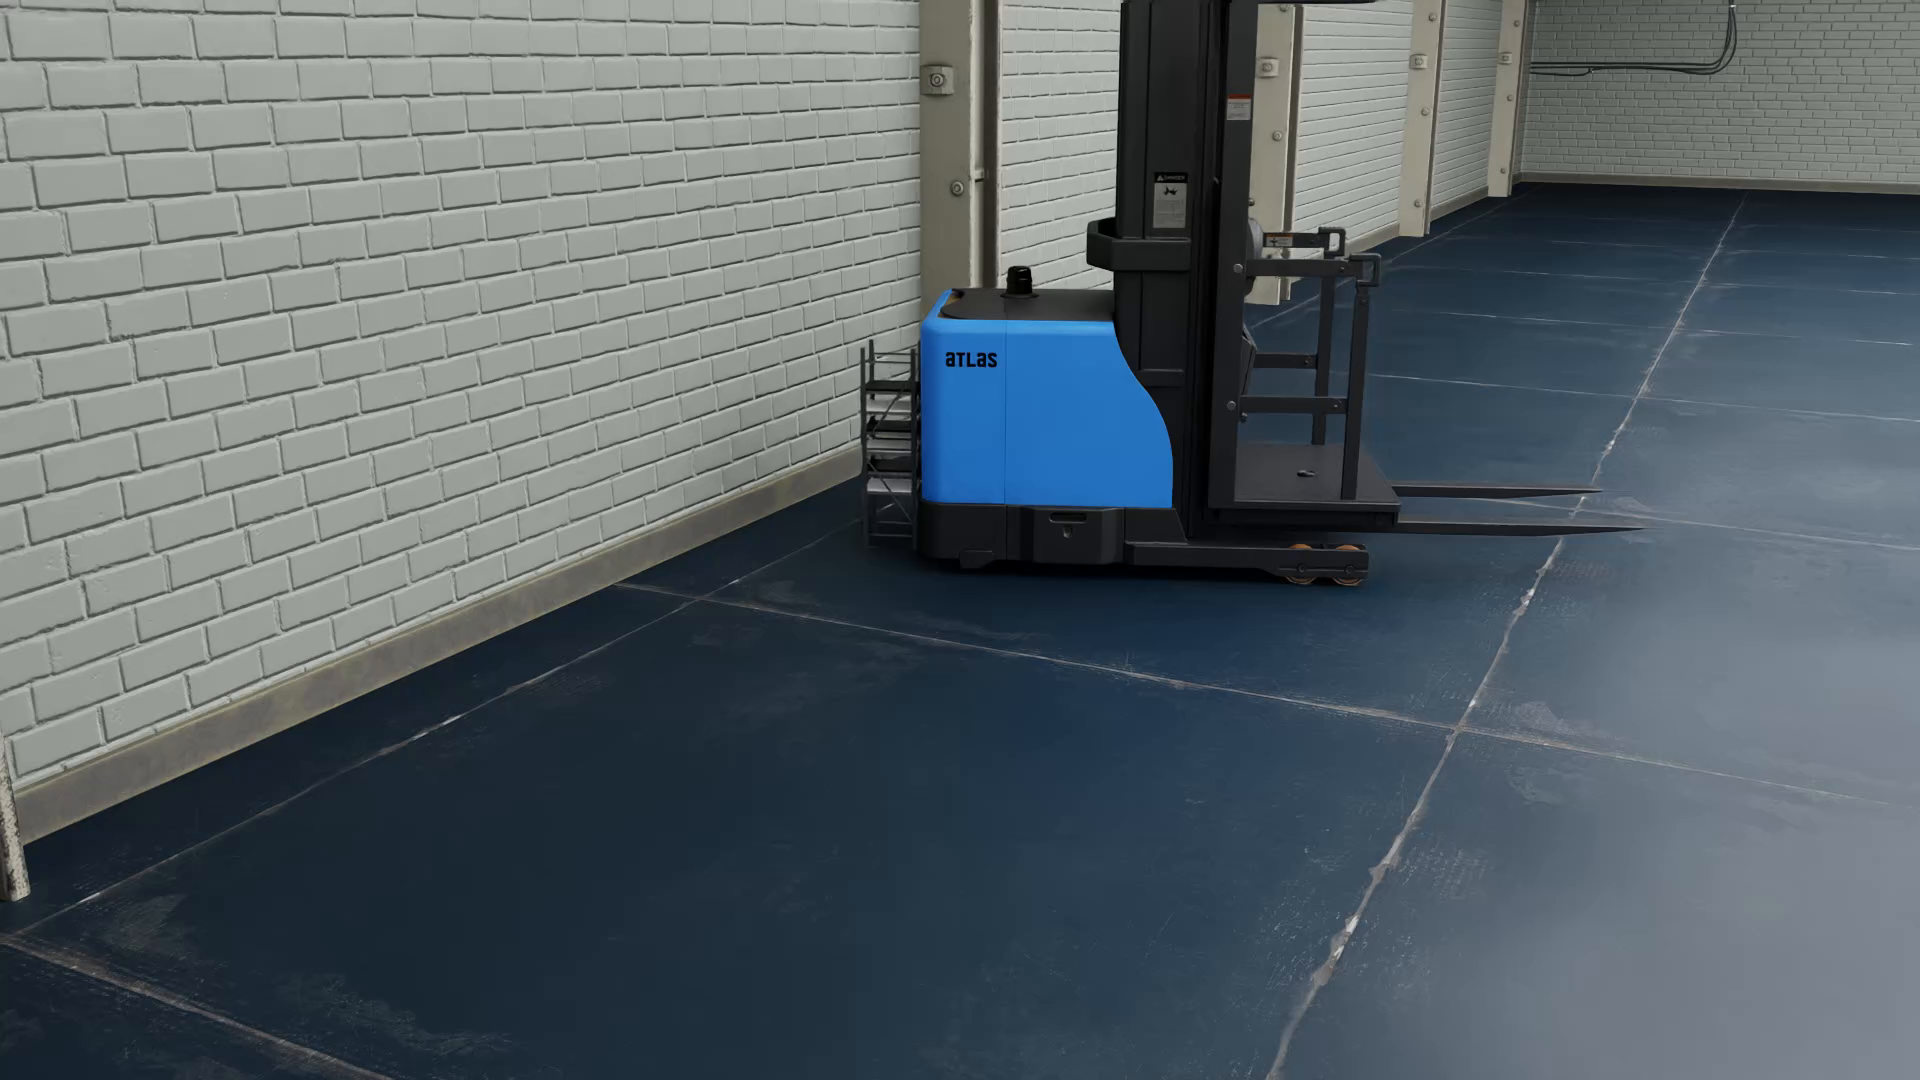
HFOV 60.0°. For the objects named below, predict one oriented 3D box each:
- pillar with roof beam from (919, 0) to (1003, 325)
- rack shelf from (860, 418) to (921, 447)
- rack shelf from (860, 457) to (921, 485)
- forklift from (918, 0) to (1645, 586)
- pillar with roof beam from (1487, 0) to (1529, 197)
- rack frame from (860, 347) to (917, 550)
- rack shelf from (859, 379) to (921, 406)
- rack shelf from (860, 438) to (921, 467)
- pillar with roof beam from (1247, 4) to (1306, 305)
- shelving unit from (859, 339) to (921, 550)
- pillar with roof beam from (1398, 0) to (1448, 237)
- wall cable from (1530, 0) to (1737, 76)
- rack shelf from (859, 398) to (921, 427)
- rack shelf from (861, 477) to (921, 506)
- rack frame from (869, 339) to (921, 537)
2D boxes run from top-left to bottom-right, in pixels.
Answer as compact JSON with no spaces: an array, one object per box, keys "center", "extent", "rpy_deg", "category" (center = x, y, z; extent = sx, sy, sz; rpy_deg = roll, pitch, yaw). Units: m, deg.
[{"center":[3.857,-4.332,6.306],"extent":[9.100,9.000,0.400],"rpy_deg":[8,18,25],"category":"pillar with roof beam"},{"center":[-0.296,-0.476,7.347],"extent":[0.258,0.077,0.200],"rpy_deg":[2,17,7],"category":"rack shelf"},{"center":[-0.296,-0.303,7.398],"extent":[0.258,0.077,0.200],"rpy_deg":[2,17,7],"category":"rack shelf"},{"center":[1.369,-1.373,6.999],"extent":[3.031,2.935,1.130],"rpy_deg":[1,17,5],"category":"forklift"},{"center":[11.900,-8.917,21.742],"extent":[9.100,9.000,0.400],"rpy_deg":[8,18,25],"category":"pillar with roof beam"},{"center":[-0.310,-0.393,7.266],"extent":[0.240,0.900,0.006],"rpy_deg":[2,17,7],"category":"rack frame"},{"center":[-0.296,-0.648,7.295],"extent":[0.258,0.077,0.200],"rpy_deg":[2,17,7],"category":"rack shelf"},{"center":[-0.296,-0.389,7.372],"extent":[0.258,0.077,0.200],"rpy_deg":[2,17,7],"category":"rack shelf"},{"center":[6.538,-5.861,11.451],"extent":[9.100,9.000,0.400],"rpy_deg":[8,18,25],"category":"pillar with roof beam"},{"center":[-0.296,-0.421,7.363],"extent":[0.258,0.900,0.210],"rpy_deg":[2,17,7],"category":"shelving unit"},{"center":[9.219,-7.389,16.597],"extent":[9.100,9.000,0.400],"rpy_deg":[8,18,25],"category":"pillar with roof beam"},{"center":[10.548,-8.559,25.989],"extent":[3.097,2.526,0.112],"rpy_deg":[8,18,25],"category":"wall cable"},{"center":[-0.296,-0.562,7.321],"extent":[0.258,0.077,0.200],"rpy_deg":[2,17,7],"category":"rack shelf"},{"center":[-0.296,-0.217,7.423],"extent":[0.258,0.077,0.200],"rpy_deg":[2,17,7],"category":"rack shelf"},{"center":[-0.283,-0.450,7.459],"extent":[0.240,0.900,0.006],"rpy_deg":[2,17,7],"category":"rack frame"}]
